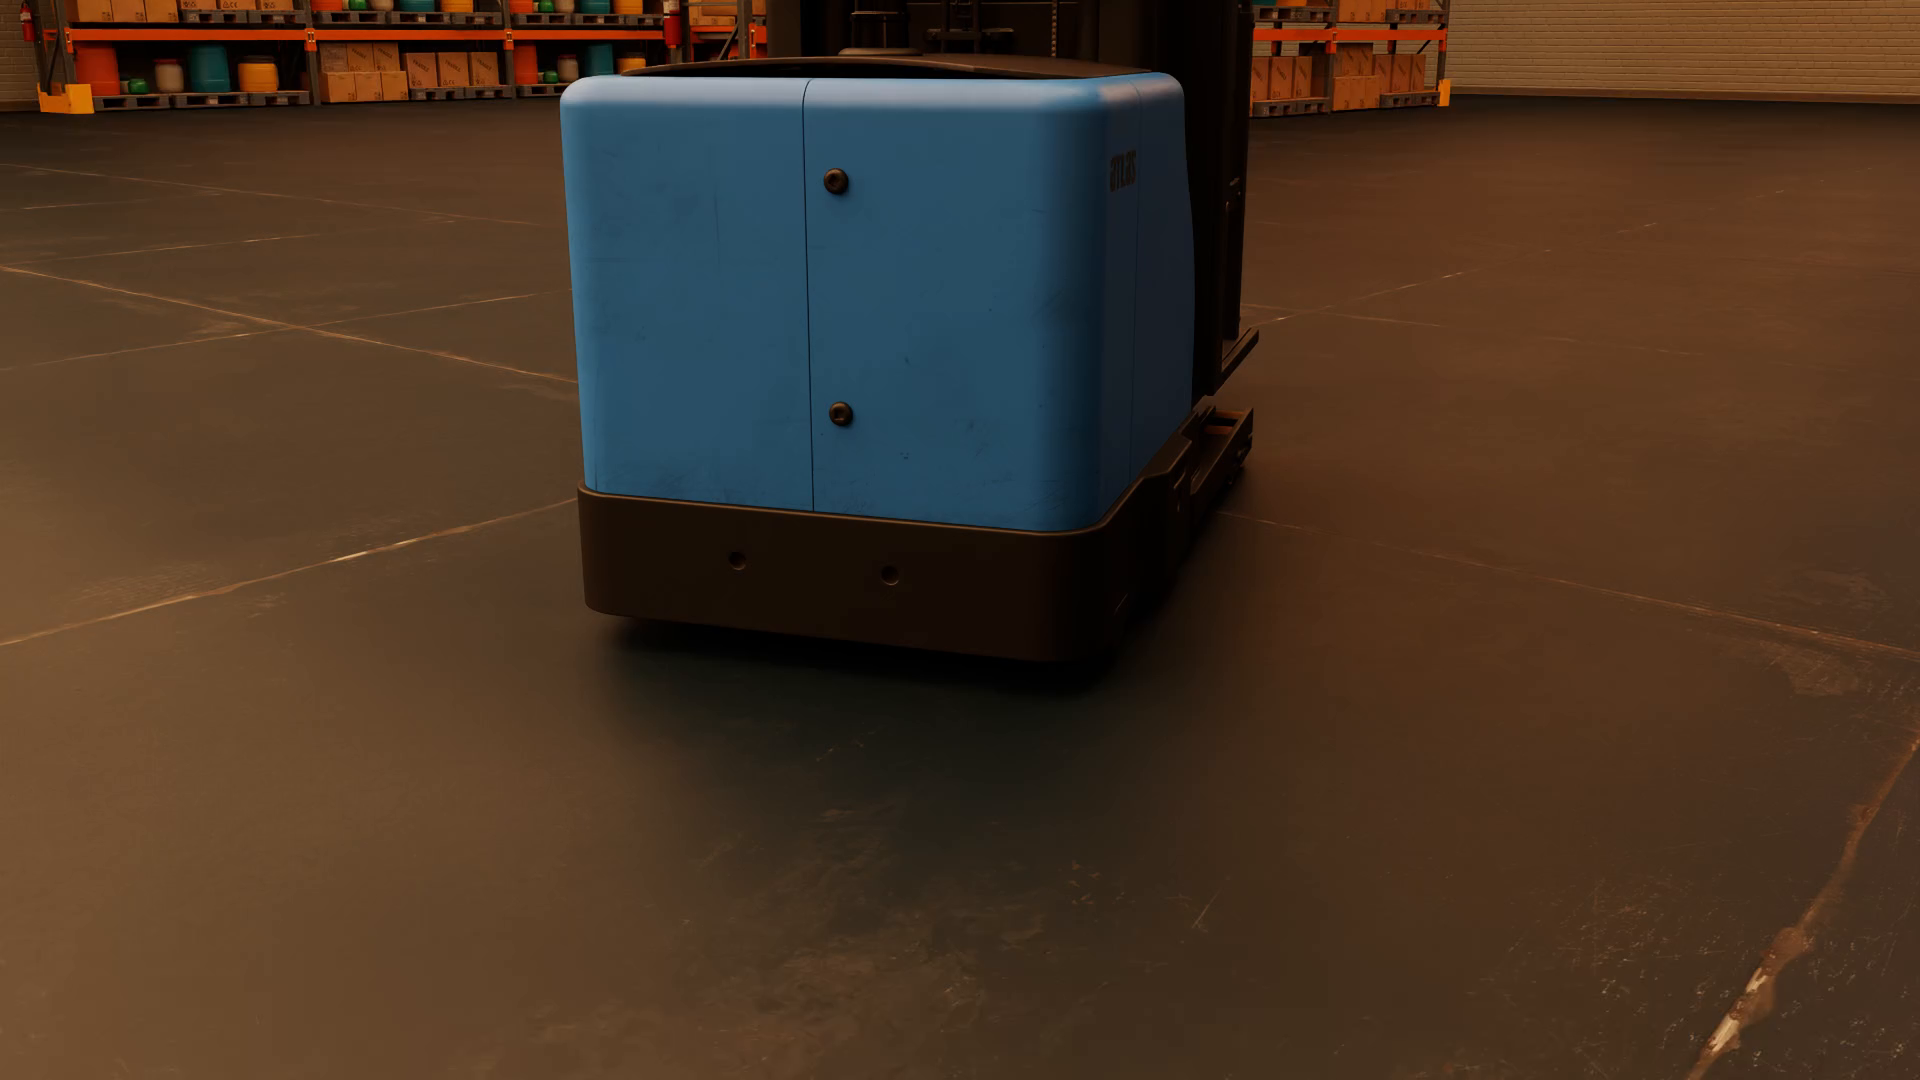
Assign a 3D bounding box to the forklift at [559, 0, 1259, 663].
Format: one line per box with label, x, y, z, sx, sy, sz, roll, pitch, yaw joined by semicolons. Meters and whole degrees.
forklift;0.182;-1.571;4.072;1.130;2.935;3.031;5;18;17
